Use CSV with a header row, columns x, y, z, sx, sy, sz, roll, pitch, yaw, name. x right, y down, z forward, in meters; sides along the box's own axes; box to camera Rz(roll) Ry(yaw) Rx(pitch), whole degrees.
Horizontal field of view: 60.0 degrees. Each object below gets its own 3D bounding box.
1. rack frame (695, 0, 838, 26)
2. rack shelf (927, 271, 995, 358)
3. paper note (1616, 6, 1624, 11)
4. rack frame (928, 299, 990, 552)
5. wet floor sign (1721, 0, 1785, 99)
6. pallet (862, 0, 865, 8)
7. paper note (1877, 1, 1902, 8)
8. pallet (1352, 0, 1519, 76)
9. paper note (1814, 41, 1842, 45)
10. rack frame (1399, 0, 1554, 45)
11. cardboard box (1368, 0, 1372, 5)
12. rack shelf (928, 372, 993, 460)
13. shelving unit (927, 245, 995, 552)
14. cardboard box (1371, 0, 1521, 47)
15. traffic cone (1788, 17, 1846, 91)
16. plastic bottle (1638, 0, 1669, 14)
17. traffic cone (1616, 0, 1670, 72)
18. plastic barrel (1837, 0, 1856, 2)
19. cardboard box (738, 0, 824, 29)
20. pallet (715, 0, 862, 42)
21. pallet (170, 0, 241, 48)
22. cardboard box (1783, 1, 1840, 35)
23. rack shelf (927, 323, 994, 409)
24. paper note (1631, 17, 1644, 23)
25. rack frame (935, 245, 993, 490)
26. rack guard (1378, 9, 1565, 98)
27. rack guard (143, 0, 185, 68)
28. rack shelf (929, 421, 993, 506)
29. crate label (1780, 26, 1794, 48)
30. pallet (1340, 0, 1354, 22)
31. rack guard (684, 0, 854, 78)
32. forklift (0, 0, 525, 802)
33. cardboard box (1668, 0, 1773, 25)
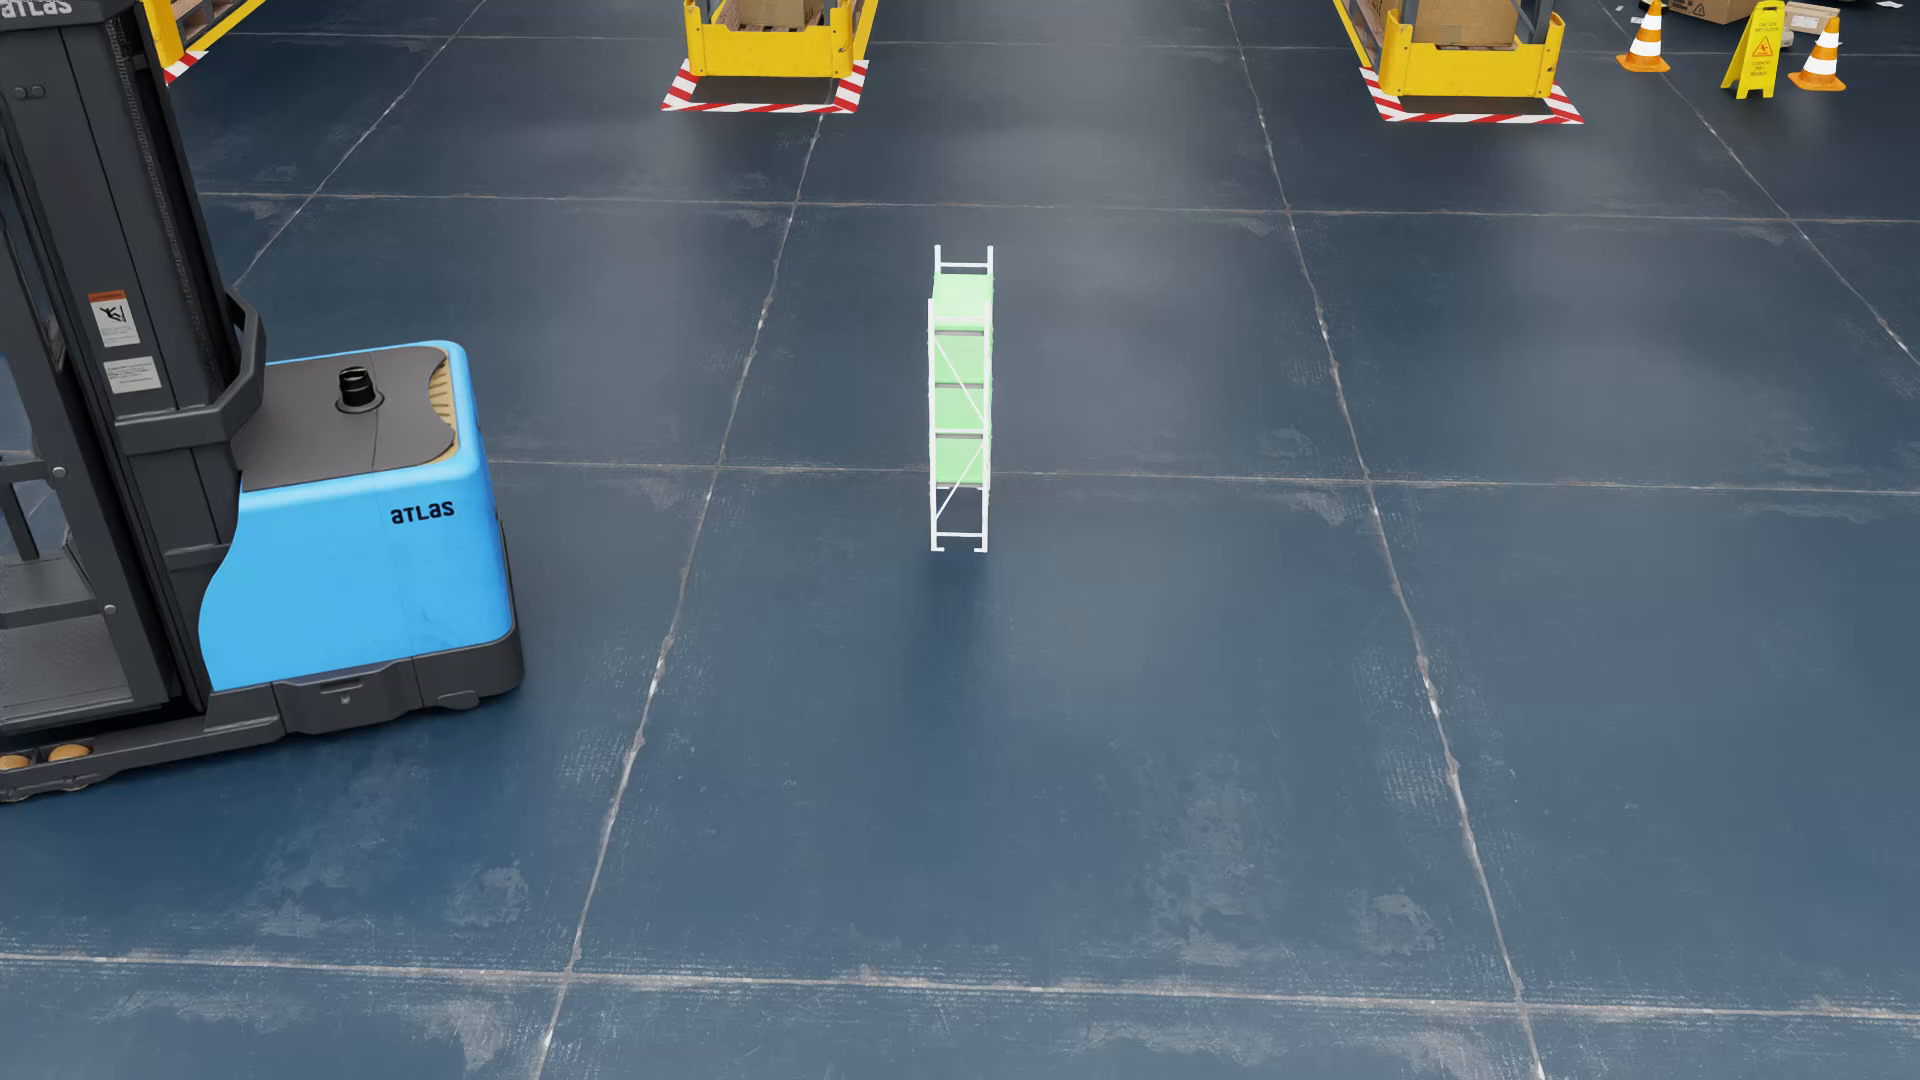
x,y,z,sx,sy,sz,roll,pitch,yaw,name
-1.374,-4.626,11.223,1.000,3.000,0.127,1,35,2,rack frame
0.007,-0.926,6.801,0.258,0.148,0.480,1,35,2,rack shelf
5.271,-4.250,13.289,0.032,0.001,0.123,20,40,26,paper note
-0.003,-0.446,6.841,0.240,1.200,0.015,1,35,2,rack frame
5.555,-3.427,11.566,0.267,0.644,0.232,-4,35,-6,wet floor sign
-1.251,-4.693,13.745,1.003,0.211,1.213,1,35,2,pallet
7.471,-4.306,13.350,0.142,0.019,0.148,-10,36,-14,paper note
3.532,-3.773,12.436,1.003,0.211,1.213,1,35,2,pallet
6.577,-3.771,12.589,0.148,0.019,0.142,-10,36,-14,paper note
3.578,-4.453,10.977,1.000,3.000,0.127,1,35,2,rack frame
3.573,-4.652,12.744,0.875,0.875,0.875,1,35,1,cardboard box
0.007,-0.534,7.077,0.258,0.148,0.480,1,35,2,rack shelf
0.007,-0.586,7.040,0.258,1.200,0.503,1,35,2,shelving unit
3.539,-4.147,12.024,0.875,0.875,0.875,2,35,2,cardboard box
6.134,-3.466,11.779,0.336,0.463,0.334,1,35,2,traffic cone
5.512,-4.262,13.261,0.133,0.061,0.283,-10,36,-14,plastic bottle
5.018,-3.687,12.094,0.336,0.463,0.334,1,35,2,traffic cone
7.098,-4.564,13.376,0.512,0.421,0.421,28,44,33,plastic barrel
-1.332,-4.133,12.331,0.500,0.500,0.500,8,36,11,cardboard box
-1.303,-3.994,12.750,1.003,0.211,1.213,1,35,2,pallet
-6.329,-4.111,12.915,1.003,0.211,1.213,1,35,2,pallet
6.562,-4.030,12.854,0.380,0.149,0.250,20,40,26,cardboard box
0.007,-0.730,6.939,0.258,0.148,0.480,1,35,2,rack shelf
5.336,-4.075,13.024,0.144,0.017,0.142,13,37,18,paper note
0.016,-0.726,7.240,0.240,1.200,0.015,1,35,2,rack frame
3.577,-3.417,11.677,1.175,0.500,0.348,1,35,2,rack guard
-6.367,-3.762,12.168,1.175,0.500,0.348,1,35,2,rack guard
0.007,-0.337,7.215,0.258,0.148,0.480,1,35,2,rack shelf
6.103,-3.786,12.518,0.250,0.136,0.298,-17,38,-22,crate label
3.584,-4.472,13.430,1.003,0.211,1.213,1,35,2,pallet
-1.371,-3.647,12.004,1.175,0.500,0.348,1,35,2,rack guard
-3.246,-0.608,5.566,3.031,2.935,1.130,-10,36,-14,forklift
6.069,-4.443,13.134,0.797,0.503,0.637,-24,42,-30,cardboard box
